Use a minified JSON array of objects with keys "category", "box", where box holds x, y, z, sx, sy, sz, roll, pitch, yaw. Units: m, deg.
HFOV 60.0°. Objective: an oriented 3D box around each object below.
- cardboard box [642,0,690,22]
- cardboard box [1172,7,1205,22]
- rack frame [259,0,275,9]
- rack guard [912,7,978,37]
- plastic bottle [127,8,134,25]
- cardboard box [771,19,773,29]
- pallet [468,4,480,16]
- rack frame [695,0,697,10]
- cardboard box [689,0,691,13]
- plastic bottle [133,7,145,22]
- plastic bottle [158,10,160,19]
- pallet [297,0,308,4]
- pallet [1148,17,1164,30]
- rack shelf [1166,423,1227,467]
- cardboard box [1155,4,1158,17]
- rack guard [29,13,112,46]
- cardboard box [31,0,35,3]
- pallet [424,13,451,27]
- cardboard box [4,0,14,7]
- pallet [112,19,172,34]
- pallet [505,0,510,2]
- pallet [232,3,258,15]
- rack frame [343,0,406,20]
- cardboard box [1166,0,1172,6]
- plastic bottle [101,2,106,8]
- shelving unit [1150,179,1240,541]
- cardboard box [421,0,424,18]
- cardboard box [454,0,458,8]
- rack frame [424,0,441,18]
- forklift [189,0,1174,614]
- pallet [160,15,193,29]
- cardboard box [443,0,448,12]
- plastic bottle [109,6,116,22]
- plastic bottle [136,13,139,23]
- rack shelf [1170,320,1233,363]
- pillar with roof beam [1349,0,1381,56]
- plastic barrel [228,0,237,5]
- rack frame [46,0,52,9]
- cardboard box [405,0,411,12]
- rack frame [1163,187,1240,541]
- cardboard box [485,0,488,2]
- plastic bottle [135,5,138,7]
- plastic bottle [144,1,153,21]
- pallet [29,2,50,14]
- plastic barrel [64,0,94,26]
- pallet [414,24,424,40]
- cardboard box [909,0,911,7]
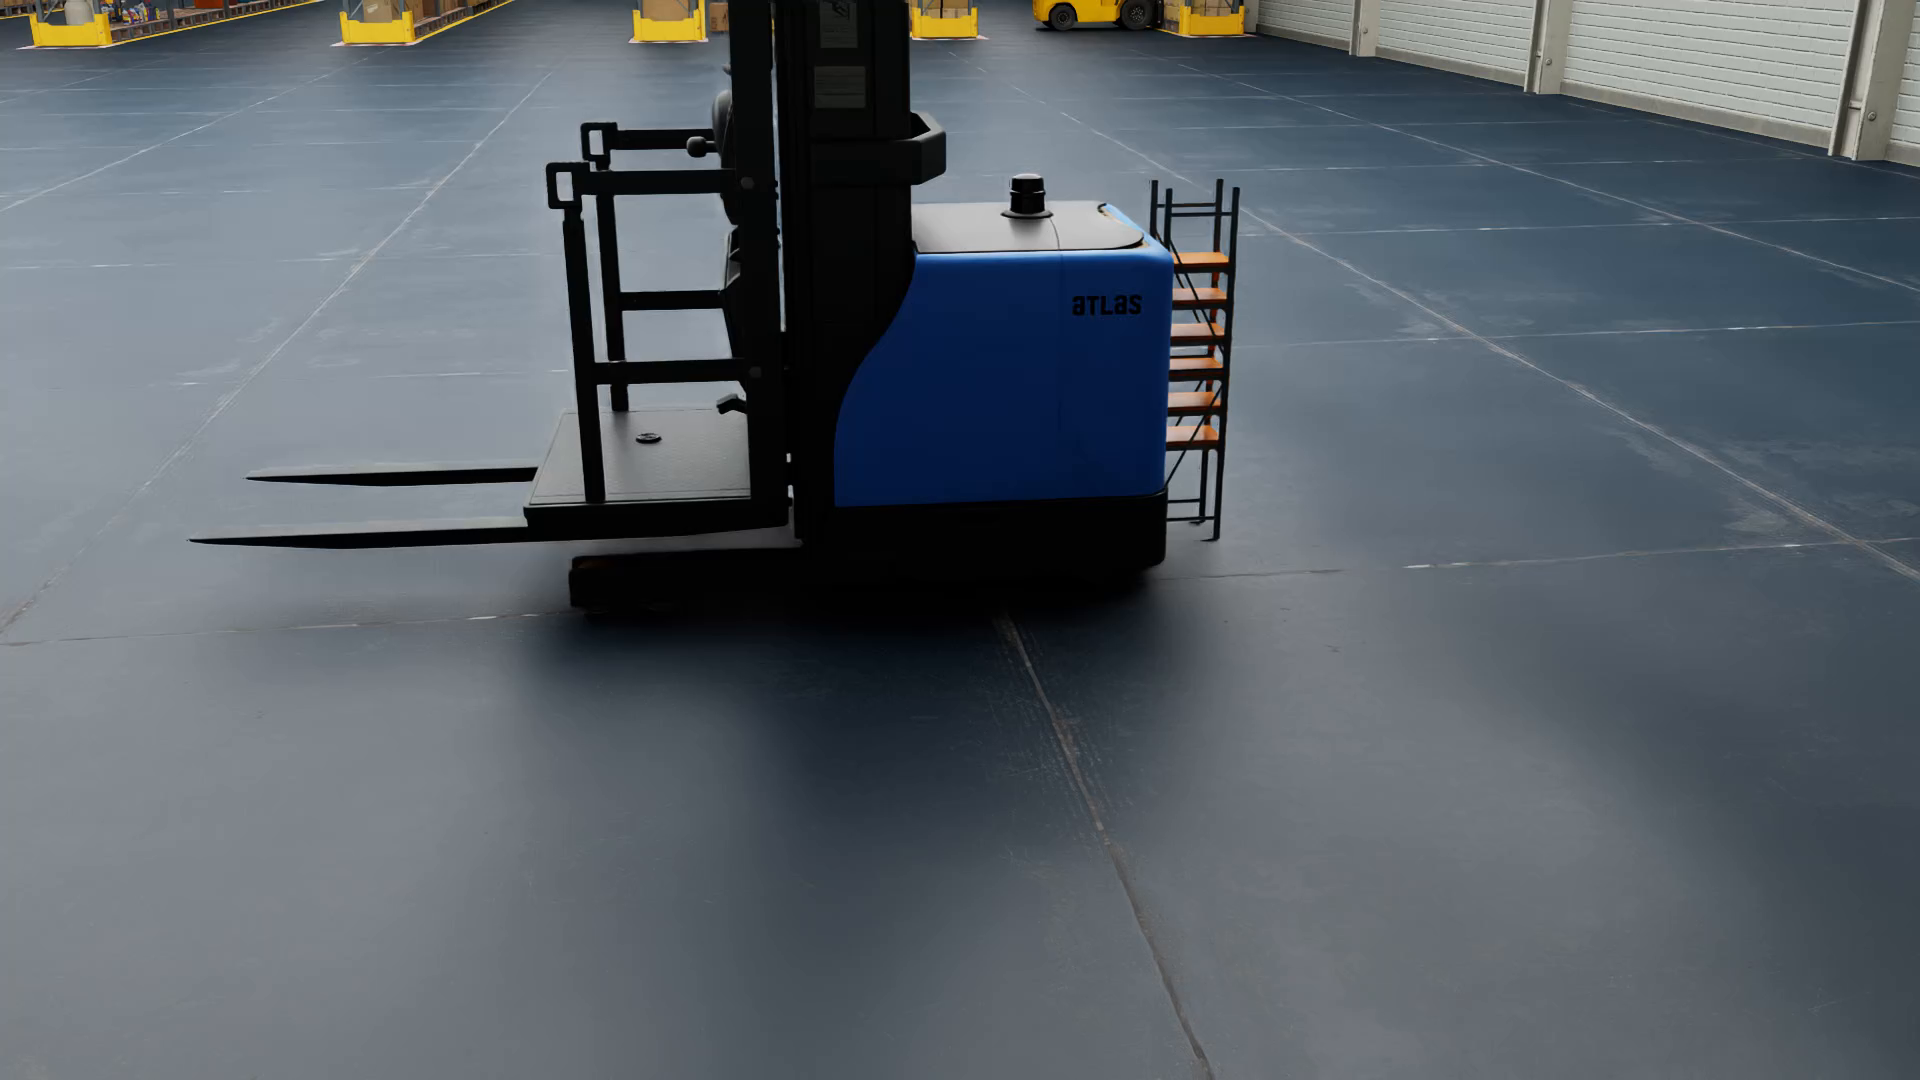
[{"category":"cardboard box","box":[-5.310,-9.676,29.773,0.875,0.875,0.875,-3,21,-7]},{"category":"cardboard box","box":[4.268,-9.835,31.091,0.500,0.250,0.500,-3,21,-7]},{"category":"rack frame","box":[-16.701,-13.933,38.734,1.000,3.000,0.127,-3,21,-8]},{"category":"rack guard","box":[-0.274,-9.383,30.125,1.175,0.500,0.348,-3,21,-8]},{"category":"plastic bottle","box":[-14.939,-9.435,29.943,0.061,0.283,0.133,-3,21,-7]},{"category":"cardboard box","box":[-3.653,-9.845,31.697,0.396,0.266,0.258,1,20,2]},{"category":"pallet","box":[-11.262,-11.769,36.924,1.003,0.211,1.213,-3,21,-8]},{"category":"rack frame","box":[-5.724,-11.628,32.563,1.000,3.000,0.127,-3,21,-8]},{"category":"cardboard box","box":[-5.702,-10.608,32.269,0.875,0.875,0.875,-3,21,-7]},{"category":"plastic bottle","box":[-15.076,-9.650,30.531,0.152,0.276,0.135,-3,21,-7]},{"category":"plastic bottle","box":[-15.187,-9.949,31.436,0.097,0.201,0.097,0,20,0]},{"category":"pallet","box":[-17.197,-13.724,42.160,1.003,0.211,1.213,-3,21,-8]},{"category":"pallet","box":[4.324,-10.158,32.610,1.003,0.211,1.213,-3,21,-8]},{"category":"rack shelf","box":[0.758,-0.321,5.673,0.258,0.103,0.180,-3,21,-7]},{"category":"cardboard box","box":[4.045,-10.360,32.497,0.500,0.250,0.500,-2,21,-6]},{"category":"rack guard","box":[-15.029,-8.631,28.111,1.175,0.500,0.348,-3,21,-8]},{"category":"cardboard box","box":[-21.185,-12.392,37.551,0.500,0.500,0.500,-3,21,-8]},{"category":"pallet","box":[-10.760,-10.376,33.196,1.003,0.211,1.213,-3,21,-8]},{"category":"cardboard box","box":[-20.958,-11.862,36.132,0.500,0.500,0.500,-3,21,-8]},{"category":"pallet","box":[-15.492,-9.622,31.178,1.003,0.211,1.213,-3,21,-8]},{"category":"pallet","box":[-12.184,-13.989,42.868,1.003,0.211,1.213,-3,21,-8]},{"category":"pallet","box":[-16.452,-11.934,37.368,1.003,0.211,1.213,-3,21,-8]},{"category":"rack frame","box":[-10.070,-10.028,28.279,1.000,3.000,0.127,-3,21,-8]},{"category":"cardboard box","box":[4.207,-10.249,31.486,0.500,0.250,0.500,-3,21,-8]},{"category":"plastic bottle","box":[-15.815,-9.763,30.725,0.144,0.351,0.185,-4,21,-10]},{"category":"shelving unit","box":[0.758,-0.587,5.574,0.258,1.200,0.189,-3,21,-7]},{"category":"cardboard box","box":[-10.628,-10.298,31.974,0.500,0.500,0.500,-4,21,-9]},{"category":"cardboard box","box":[-11.107,-11.602,35.437,0.700,0.500,0.500,-4,21,-11]},{"category":"rack frame","box":[-10.646,-11.413,31.987,1.000,3.000,0.127,-3,21,-8]},{"category":"forklift","box":[-0.893,-1.341,5.118,3.031,2.935,1.130,-2,21,-6]},{"category":"pallet","box":[-15.699,-10.127,32.529,1.003,0.211,1.213,-3,21,-8]},{"category":"cardboard box","box":[-10.845,-11.022,33.883,0.700,0.500,0.500,-5,21,-12]},{"category":"plastic bottle","box":[-15.702,-9.747,30.796,0.097,0.271,0.097,0,20,0]},{"category":"plastic bottle","box":[-15.002,-9.505,30.248,0.097,0.201,0.097,0,20,0]},{"category":"rack shelf","box":[0.758,-0.658,5.548,0.258,0.103,0.180,-3,21,-7]},{"category":"pillar with roof beam","box":[2.044,-11.582,23.865,9.100,9.000,0.400,-3,21,-8]},{"category":"plastic barrel","box":[-16.374,-12.175,36.872,0.600,0.588,0.708,-3,21,-8]},{"category":"rack frame","box":[-21.603,-13.685,38.069,1.000,3.000,0.127,-3,21,-8]},{"category":"cardboard box","box":[-10.335,-9.694,30.356,0.500,0.500,0.500,-1,21,-3]},{"category":"rack frame","box":[0.771,-0.556,5.489,0.240,1.200,0.006,-3,21,-7]},{"category":"cardboard box","box":[-11.558,-12.854,38.282,1.225,0.875,0.875,-4,21,-10]},{"category":"plastic bottle","box":[-15.285,-9.802,30.938,0.152,0.276,0.135,-3,21,-8]},{"category":"plastic bottle","box":[-15.142,-9.854,30.968,0.144,0.351,0.185,-4,21,-10]},{"category":"pallet","box":[-21.448,-12.099,37.808,1.003,0.211,1.213,-3,21,-8]},{"category":"plastic barrel","box":[-15.142,-9.034,28.571,0.421,0.512,0.421,0,20,0]},{"category":"pallet","box":[-10.163,-9.031,29.595,1.003,0.211,1.213,-3,21,-8]},{"category":"cardboard box","box":[-0.715,-10.233,31.084,0.500,0.500,0.500,-2,21,-6]}]
